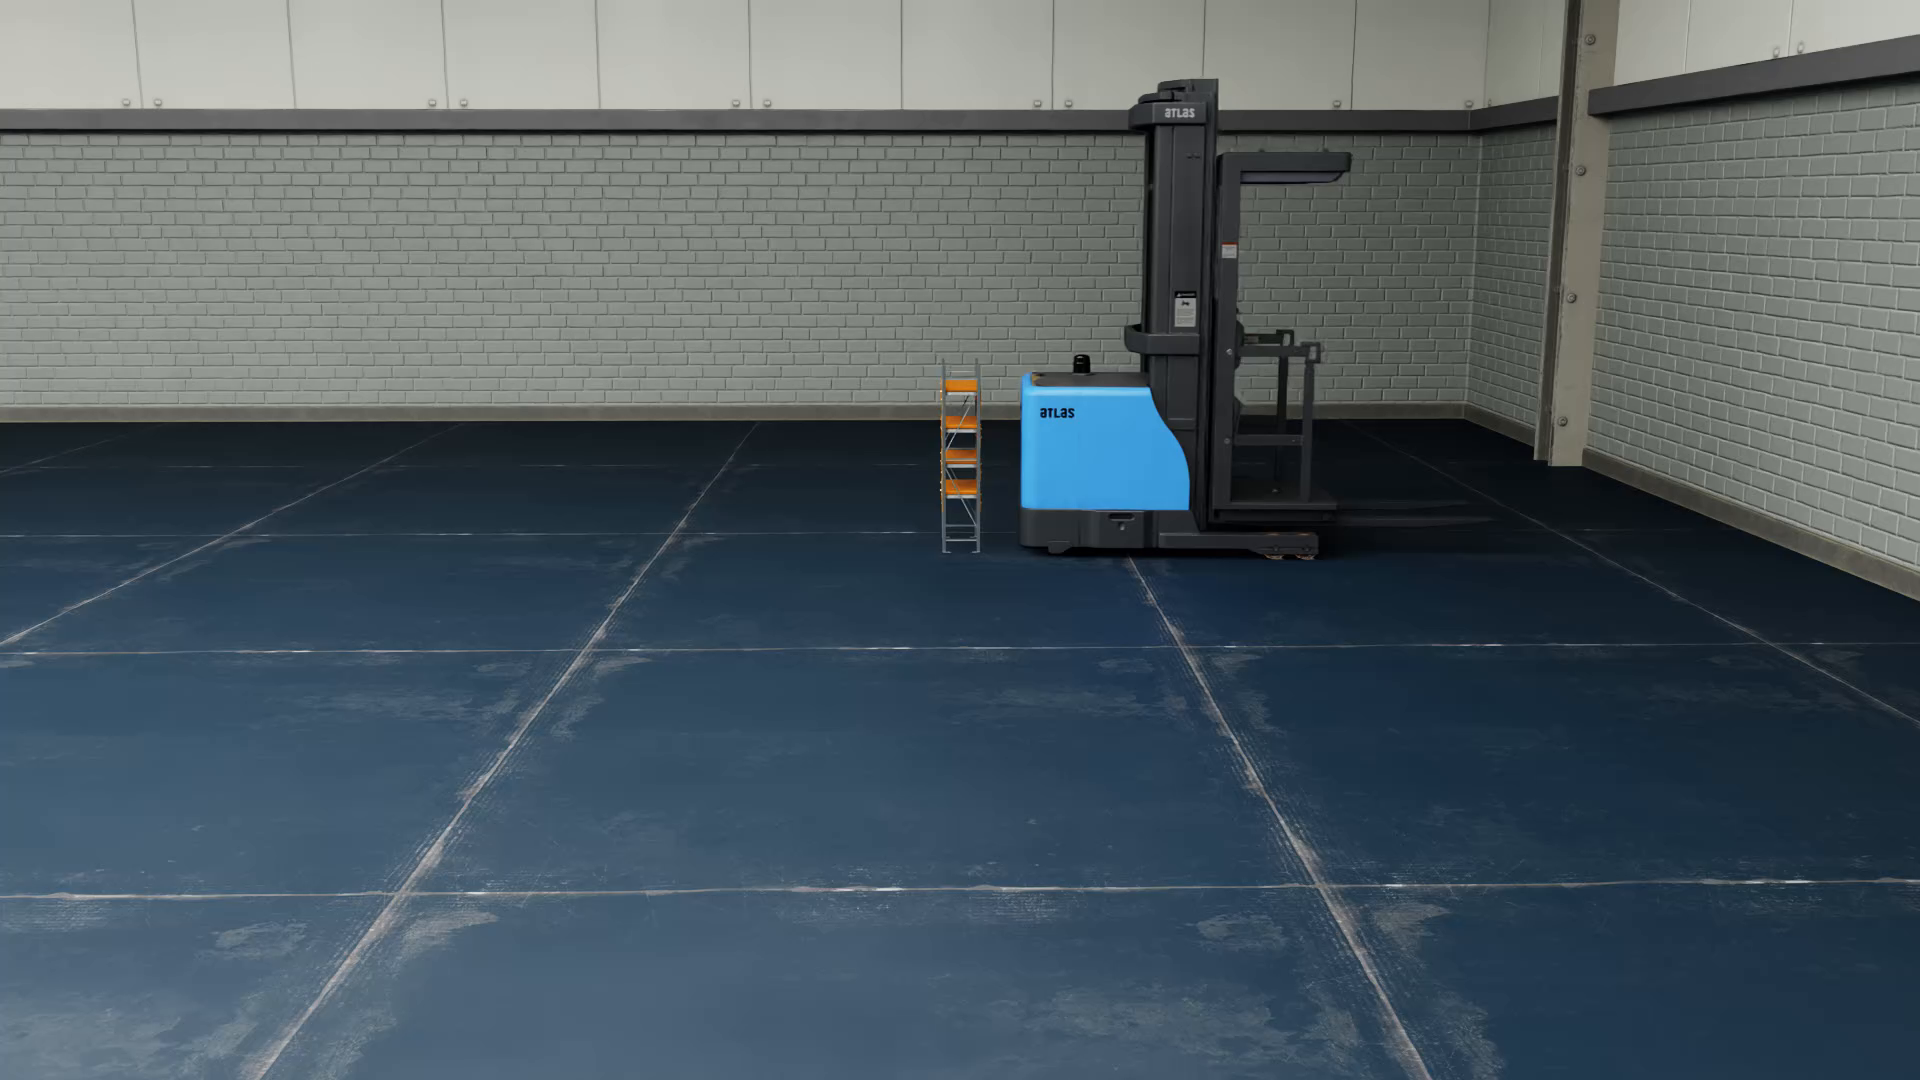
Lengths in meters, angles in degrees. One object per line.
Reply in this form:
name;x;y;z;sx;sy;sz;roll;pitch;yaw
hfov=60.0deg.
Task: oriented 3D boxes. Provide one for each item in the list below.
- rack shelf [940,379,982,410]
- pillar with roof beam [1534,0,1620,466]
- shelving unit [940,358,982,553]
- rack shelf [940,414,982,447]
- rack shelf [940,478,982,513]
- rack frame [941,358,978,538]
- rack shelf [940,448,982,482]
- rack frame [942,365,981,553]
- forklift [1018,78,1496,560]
rack shelf;0.003;-0.940;10.699;0.258;0.148;0.480;0;11;-1
pillar with roof beam;0.871;-5.063;13.380;9.100;9.000;0.400;0;11;-1
shelving unit;0.003;-0.555;10.778;0.258;1.200;0.503;0;11;-1
rack shelf;0.003;-0.708;10.747;0.258;0.148;0.480;0;11;-1
rack shelf;0.003;-0.295;10.830;0.258;0.148;0.480;0;11;-1
rack frame;-0.002;-0.604;11.017;0.240;1.200;0.015;0;11;-1
rack shelf;0.003;-0.489;10.791;0.258;0.148;0.480;0;11;-1
rack frame;0.008;-0.507;10.539;0.240;1.200;0.015;0;11;-1
forklift;1.904;-1.419;10.680;3.031;2.935;1.130;0;11;2
